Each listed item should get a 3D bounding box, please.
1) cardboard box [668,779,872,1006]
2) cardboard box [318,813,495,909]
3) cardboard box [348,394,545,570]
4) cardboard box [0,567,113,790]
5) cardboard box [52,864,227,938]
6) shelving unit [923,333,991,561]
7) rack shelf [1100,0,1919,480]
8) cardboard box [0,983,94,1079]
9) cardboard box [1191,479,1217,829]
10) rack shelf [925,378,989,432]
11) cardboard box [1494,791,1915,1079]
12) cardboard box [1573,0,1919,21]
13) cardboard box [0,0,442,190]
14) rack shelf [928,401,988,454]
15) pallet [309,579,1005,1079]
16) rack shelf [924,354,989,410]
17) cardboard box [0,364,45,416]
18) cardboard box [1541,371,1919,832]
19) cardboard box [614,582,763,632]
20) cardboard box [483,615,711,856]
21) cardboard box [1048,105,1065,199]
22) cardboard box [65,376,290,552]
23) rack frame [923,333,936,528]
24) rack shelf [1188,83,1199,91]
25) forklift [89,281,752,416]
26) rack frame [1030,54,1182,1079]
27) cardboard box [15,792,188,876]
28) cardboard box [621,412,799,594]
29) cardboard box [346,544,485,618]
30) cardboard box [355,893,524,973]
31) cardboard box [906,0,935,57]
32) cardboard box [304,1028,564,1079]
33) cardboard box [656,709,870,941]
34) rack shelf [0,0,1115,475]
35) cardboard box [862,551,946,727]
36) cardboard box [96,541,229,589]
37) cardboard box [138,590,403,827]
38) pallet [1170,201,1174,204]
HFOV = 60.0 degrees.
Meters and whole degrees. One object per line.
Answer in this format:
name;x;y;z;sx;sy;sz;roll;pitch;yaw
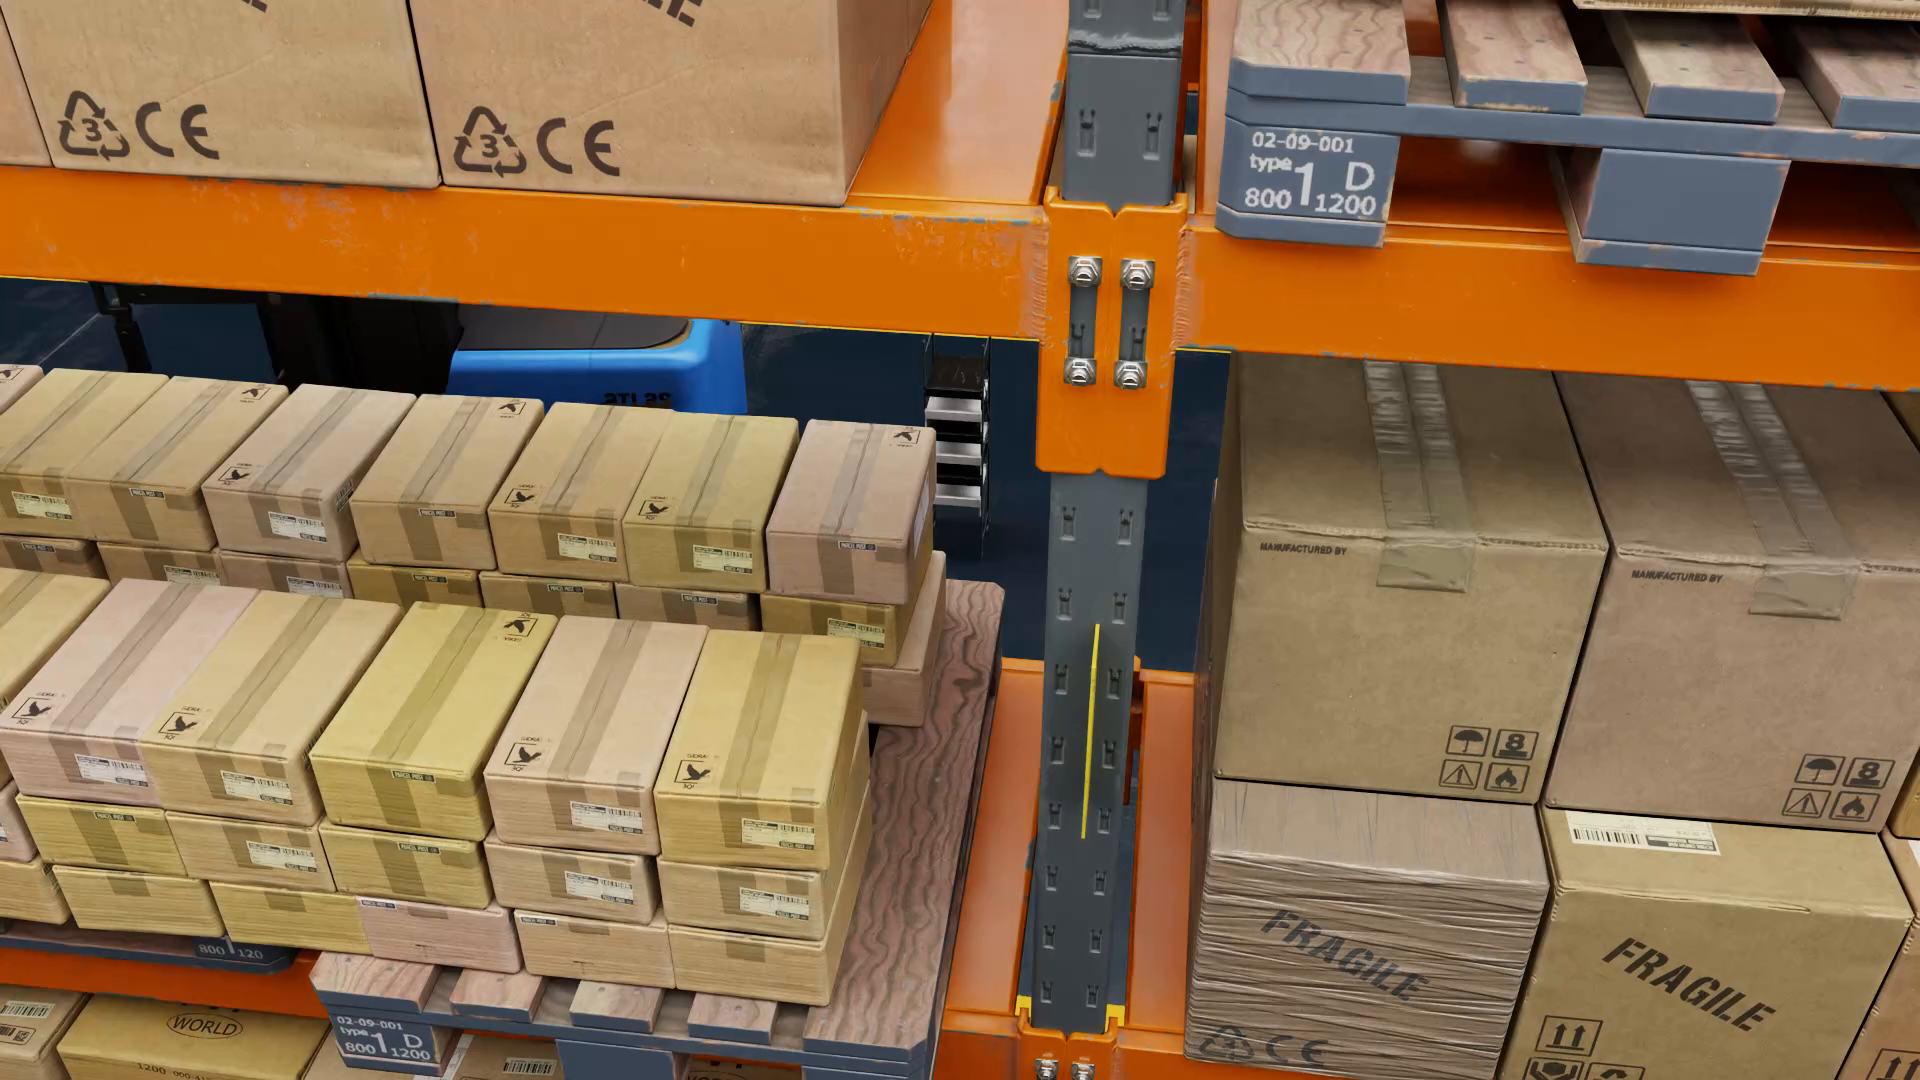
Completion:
cardboard box;-0.303;0.559;2.740;0.250;0.149;0.380;5;36;7
cardboard box;-0.830;0.398;2.708;0.250;0.149;0.380;5;36;7
cardboard box;-0.961;-0.116;3.174;0.250;0.149;0.380;3;36;4
cardboard box;-1.582;0.219;2.703;0.250;0.149;0.380;6;36;8
cardboard box;-1.318;0.481;2.849;0.250;0.149;0.380;3;36;4
shelving unit;-0.008;-0.367;5.989;0.210;0.900;0.258;4;36;6
rack shelf;2.228;-0.381;2.239;4.000;0.370;1.077;4;36;6
cardboard box;-1.990;0.930;3.510;0.500;0.250;0.500;6;36;8
cardboard box;0.725;0.237;3.250;0.500;0.500;0.500;4;36;6
rack shelf;-0.008;-0.486;5.904;0.200;0.077;0.258;4;36;6
cardboard box;1.160;0.583;2.765;0.500;0.500;0.500;4;36;6
cardboard box;0.934;-0.817;1.859;0.500;0.311;0.500;4;36;6
cardboard box;-0.852;-0.788;2.104;0.500;0.500;0.500;4;36;6
rack shelf;-0.008;-0.413;5.957;0.200;0.077;0.258;4;36;6
pallet;-0.476;0.486;3.152;1.003;0.211;1.213;4;36;6
rack shelf;-0.008;-0.560;5.852;0.200;0.077;0.258;4;36;6
cardboard box;-2.007;-0.194;3.282;0.250;0.149;0.380;3;36;4
cardboard box;1.190;0.027;2.683;0.500;0.500;0.700;4;36;5
cardboard box;-0.479;0.039;3.212;0.250;0.149;0.380;6;36;8
cardboard box;-0.549;0.296;2.595;0.250;0.149;0.380;4;36;5
cardboard box;0.100;-1.866;7.749;0.875;0.875;0.875;4;36;6
cardboard box;-1.493;-0.154;3.226;0.250;0.149;0.380;5;36;7
rack frame;-0.109;-0.374;6.000;0.006;0.900;0.240;4;36;6
rack shelf;2.758;-2.020;7.117;4.000;0.370;1.077;4;36;6
forklift;-2.313;-1.174;5.373;3.031;2.935;1.130;0;36;-1
rack frame;0.245;0.399;3.109;0.127;3.000;1.000;4;36;6
cardboard box;-1.324;0.360;2.762;0.250;0.149;0.380;4;36;6
cardboard box;-0.456;-0.076;3.117;0.250;0.149;0.380;3;36;5
cardboard box;-0.994;0.003;3.263;0.250;0.149;0.380;4;36;6
cardboard box;-0.805;0.521;2.793;0.250;0.149;0.380;5;36;7
cardboard box;-0.288;-1.058;2.482;0.500;0.500;0.500;4;36;6
cardboard box;-0.970;1.010;3.398;0.500;0.250;0.500;5;36;7
cardboard box;-0.303;0.435;2.657;0.250;0.149;0.380;5;36;7
rack shelf;-1.739;-0.677;2.654;4.000;0.370;1.077;4;36;6
cardboard box;-0.174;0.181;3.269;0.250;0.149;0.380;4;36;5
cardboard box;-1.487;-0.036;3.318;0.250;0.149;0.380;4;36;6
cardboard box;-1.074;0.259;2.647;0.250;0.149;0.380;5;36;7
pallet;1.550;-1.267;7.843;1.213;0.211;1.003;4;36;6
